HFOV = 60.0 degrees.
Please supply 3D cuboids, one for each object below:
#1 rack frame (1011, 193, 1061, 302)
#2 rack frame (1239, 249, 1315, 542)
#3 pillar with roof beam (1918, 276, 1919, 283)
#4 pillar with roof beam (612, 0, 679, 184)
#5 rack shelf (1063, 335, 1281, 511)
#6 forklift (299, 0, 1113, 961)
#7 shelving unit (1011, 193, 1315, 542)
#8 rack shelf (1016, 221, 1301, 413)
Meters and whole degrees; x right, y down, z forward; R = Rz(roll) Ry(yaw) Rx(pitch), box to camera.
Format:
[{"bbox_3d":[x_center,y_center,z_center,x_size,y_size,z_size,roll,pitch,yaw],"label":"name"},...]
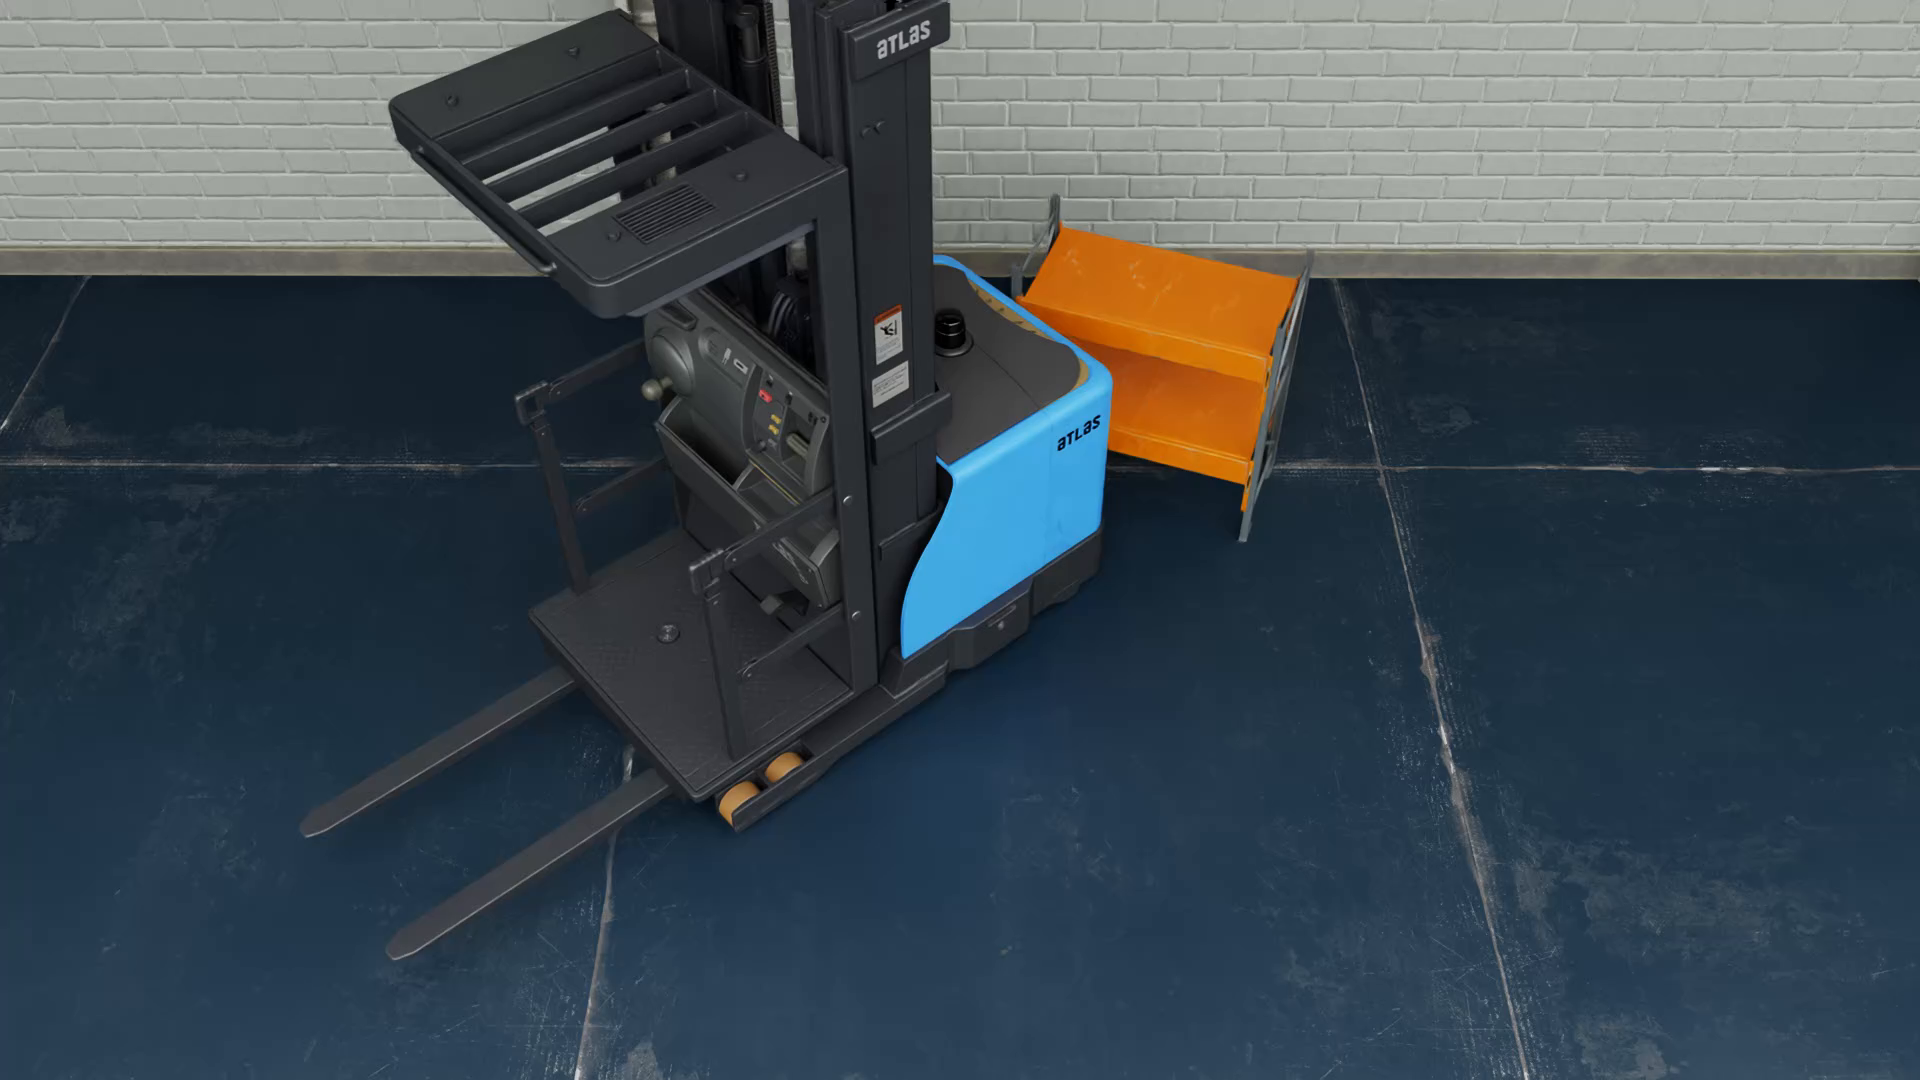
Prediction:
[{"bbox_3d":[0.296,-0.812,6.818,0.032,1.125,0.500,15,49,14],"label":"rack frame"},{"bbox_3d":[1.247,-0.549,6.573,0.032,1.125,0.500,15,49,14],"label":"rack frame"},{"bbox_3d":[4.789,-1.082,1.690,0.400,9.000,9.100,0,47,0],"label":"pillar with roof beam"},{"bbox_3d":[-1.211,-1.099,1.706,0.400,9.000,9.100,0,47,0],"label":"pillar with roof beam"},{"bbox_3d":[0.771,-0.514,6.874,1.000,0.278,0.538,15,49,14],"label":"rack shelf"},{"bbox_3d":[-0.879,-0.421,5.220,3.031,2.935,1.130,-33,55,-27],"label":"forklift"},{"bbox_3d":[0.771,-0.680,6.695,1.048,1.125,0.538,15,49,14],"label":"shelving unit"},{"bbox_3d":[0.771,-0.880,6.481,1.000,0.278,0.538,15,49,14],"label":"rack shelf"}]
